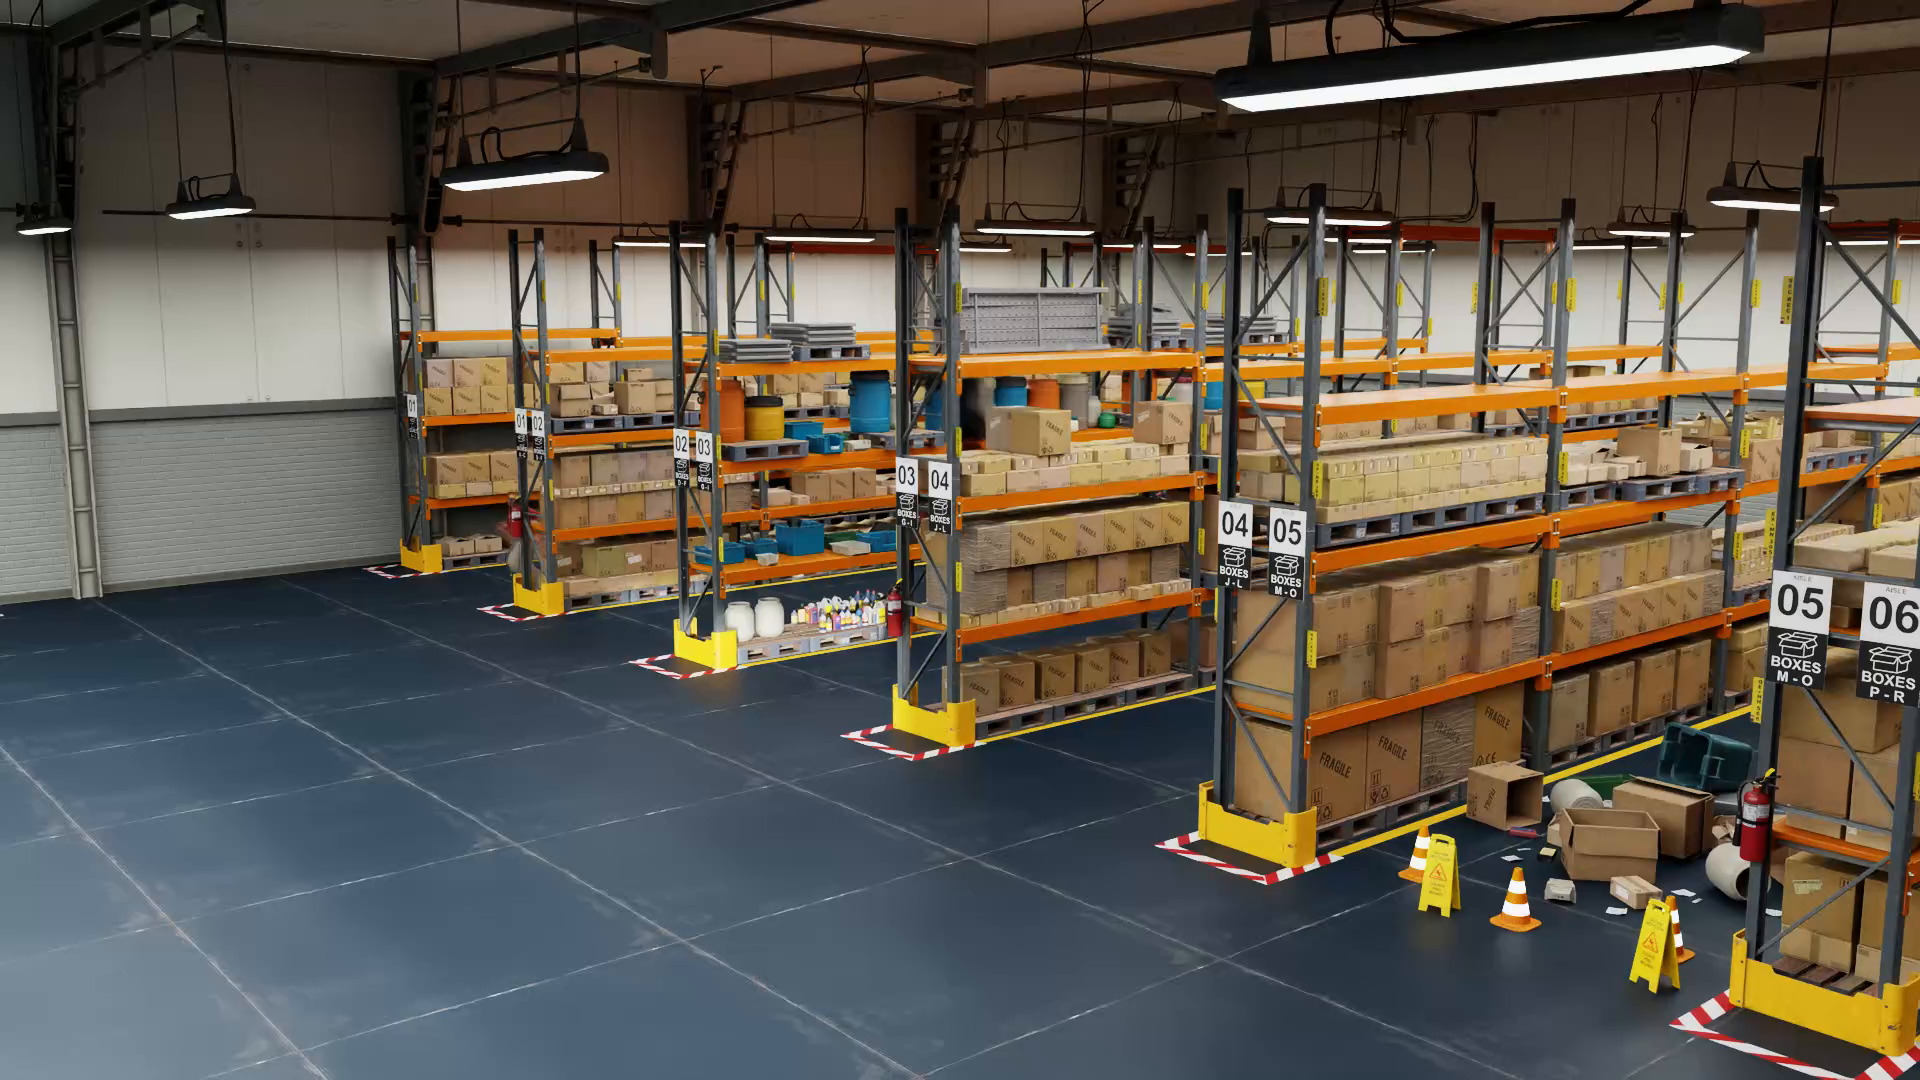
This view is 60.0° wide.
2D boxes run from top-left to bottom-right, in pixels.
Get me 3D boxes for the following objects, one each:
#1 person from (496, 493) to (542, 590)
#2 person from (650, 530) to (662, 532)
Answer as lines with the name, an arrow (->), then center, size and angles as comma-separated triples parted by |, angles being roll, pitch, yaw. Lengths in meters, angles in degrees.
person -> -7.341, 0.083, 27.850 | 0.829, 1.763, 0.667 | -7, 11, -38
person -> -5.447, -0.288, 30.216 | 0.562, 1.655, 0.589 | 7, 11, 37
